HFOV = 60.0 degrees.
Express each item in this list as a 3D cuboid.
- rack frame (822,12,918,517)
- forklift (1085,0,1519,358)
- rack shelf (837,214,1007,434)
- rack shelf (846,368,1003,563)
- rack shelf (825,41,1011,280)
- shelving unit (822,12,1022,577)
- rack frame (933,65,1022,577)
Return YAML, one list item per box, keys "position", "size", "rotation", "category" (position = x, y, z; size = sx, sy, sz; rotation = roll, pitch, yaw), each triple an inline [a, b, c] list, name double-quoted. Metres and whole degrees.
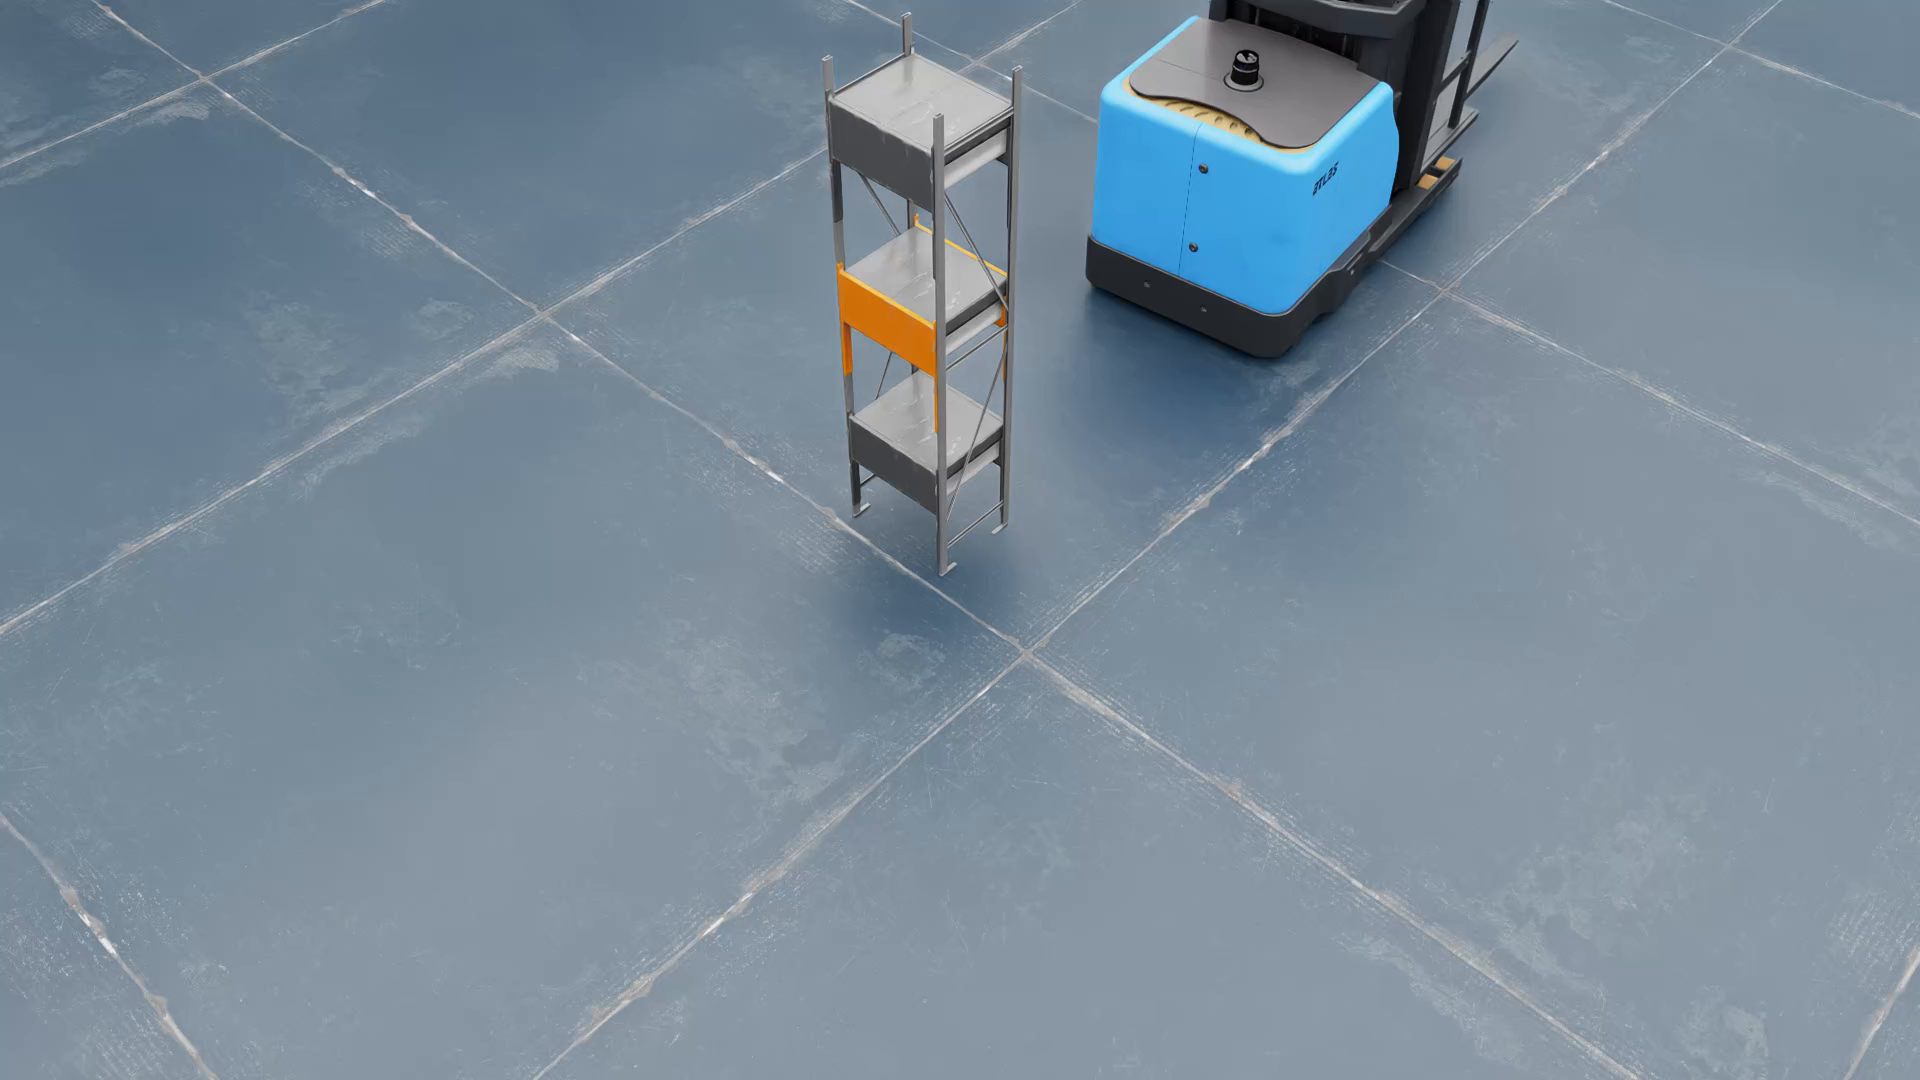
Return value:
- position: [-0.301, -0.921, 6.175]
  size: [0.015, 2.100, 0.400]
  rotation: [34, 55, 28]
  category: "rack frame"
- position: [1.868, -2.850, 7.415]
  size: [1.130, 2.935, 3.031]
  rotation: [28, 53, 24]
  category: "forklift"
- position: [-0.122, -0.791, 6.071]
  size: [0.480, 0.518, 0.431]
  rotation: [34, 55, 28]
  category: "rack shelf"
- position: [-0.122, -0.312, 6.582]
  size: [0.480, 0.518, 0.431]
  rotation: [34, 55, 28]
  category: "rack shelf"
- position: [-0.122, -1.270, 5.561]
  size: [0.480, 0.518, 0.431]
  rotation: [34, 55, 28]
  category: "rack shelf"
- position: [-0.122, -0.801, 6.061]
  size: [0.503, 2.100, 0.431]
  rotation: [34, 55, 28]
  category: "shelving unit"
- position: [0.058, -0.680, 5.948]
  size: [0.015, 2.100, 0.400]
  rotation: [34, 55, 28]
  category: "rack frame"
